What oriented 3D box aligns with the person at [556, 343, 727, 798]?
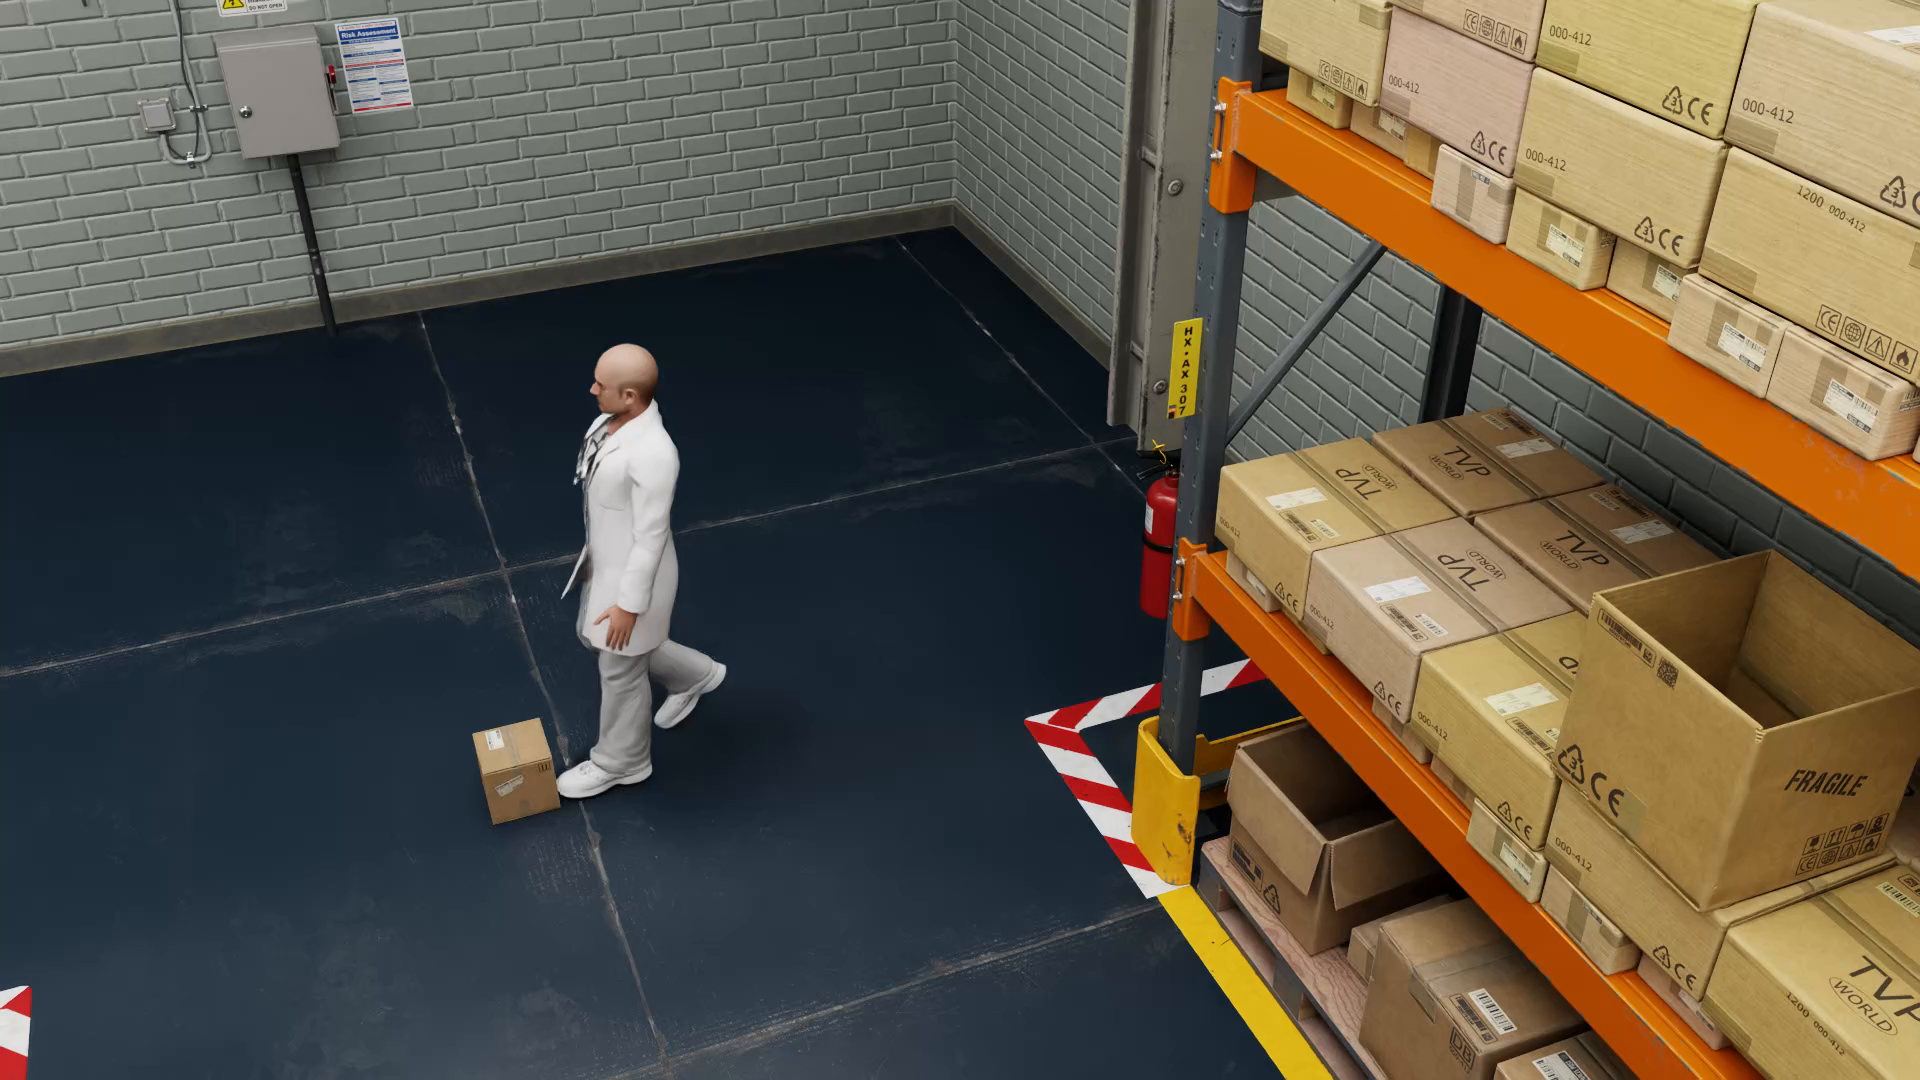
[{"bbox_3d":[-1.213,0.110,5.960,0.740,1.763,0.603,-13,35,-19],"label":"person"}]
